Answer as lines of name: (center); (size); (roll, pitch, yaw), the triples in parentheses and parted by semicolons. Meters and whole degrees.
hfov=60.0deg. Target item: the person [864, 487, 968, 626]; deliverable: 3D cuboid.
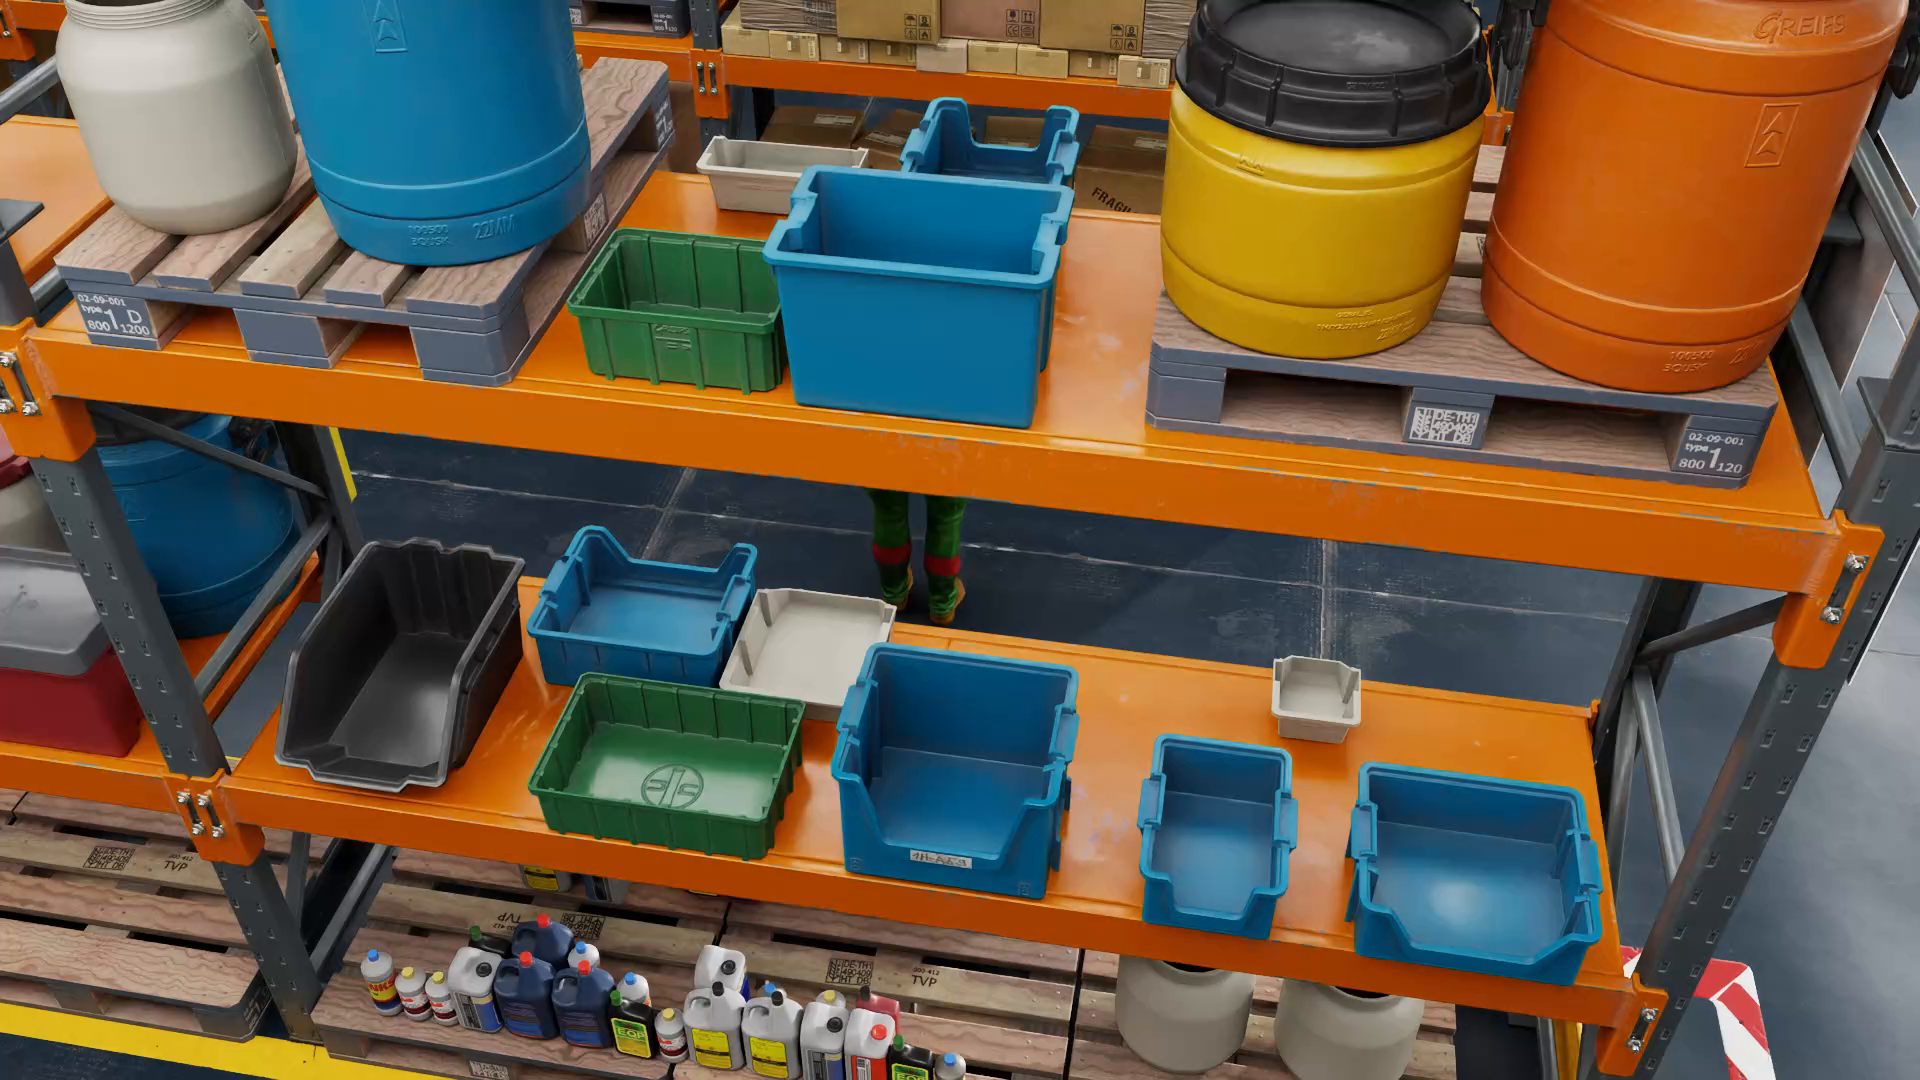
person: (-0.183, -0.455, 6.696); (0.488, 1.763, 0.586); (6, 41, 7)
